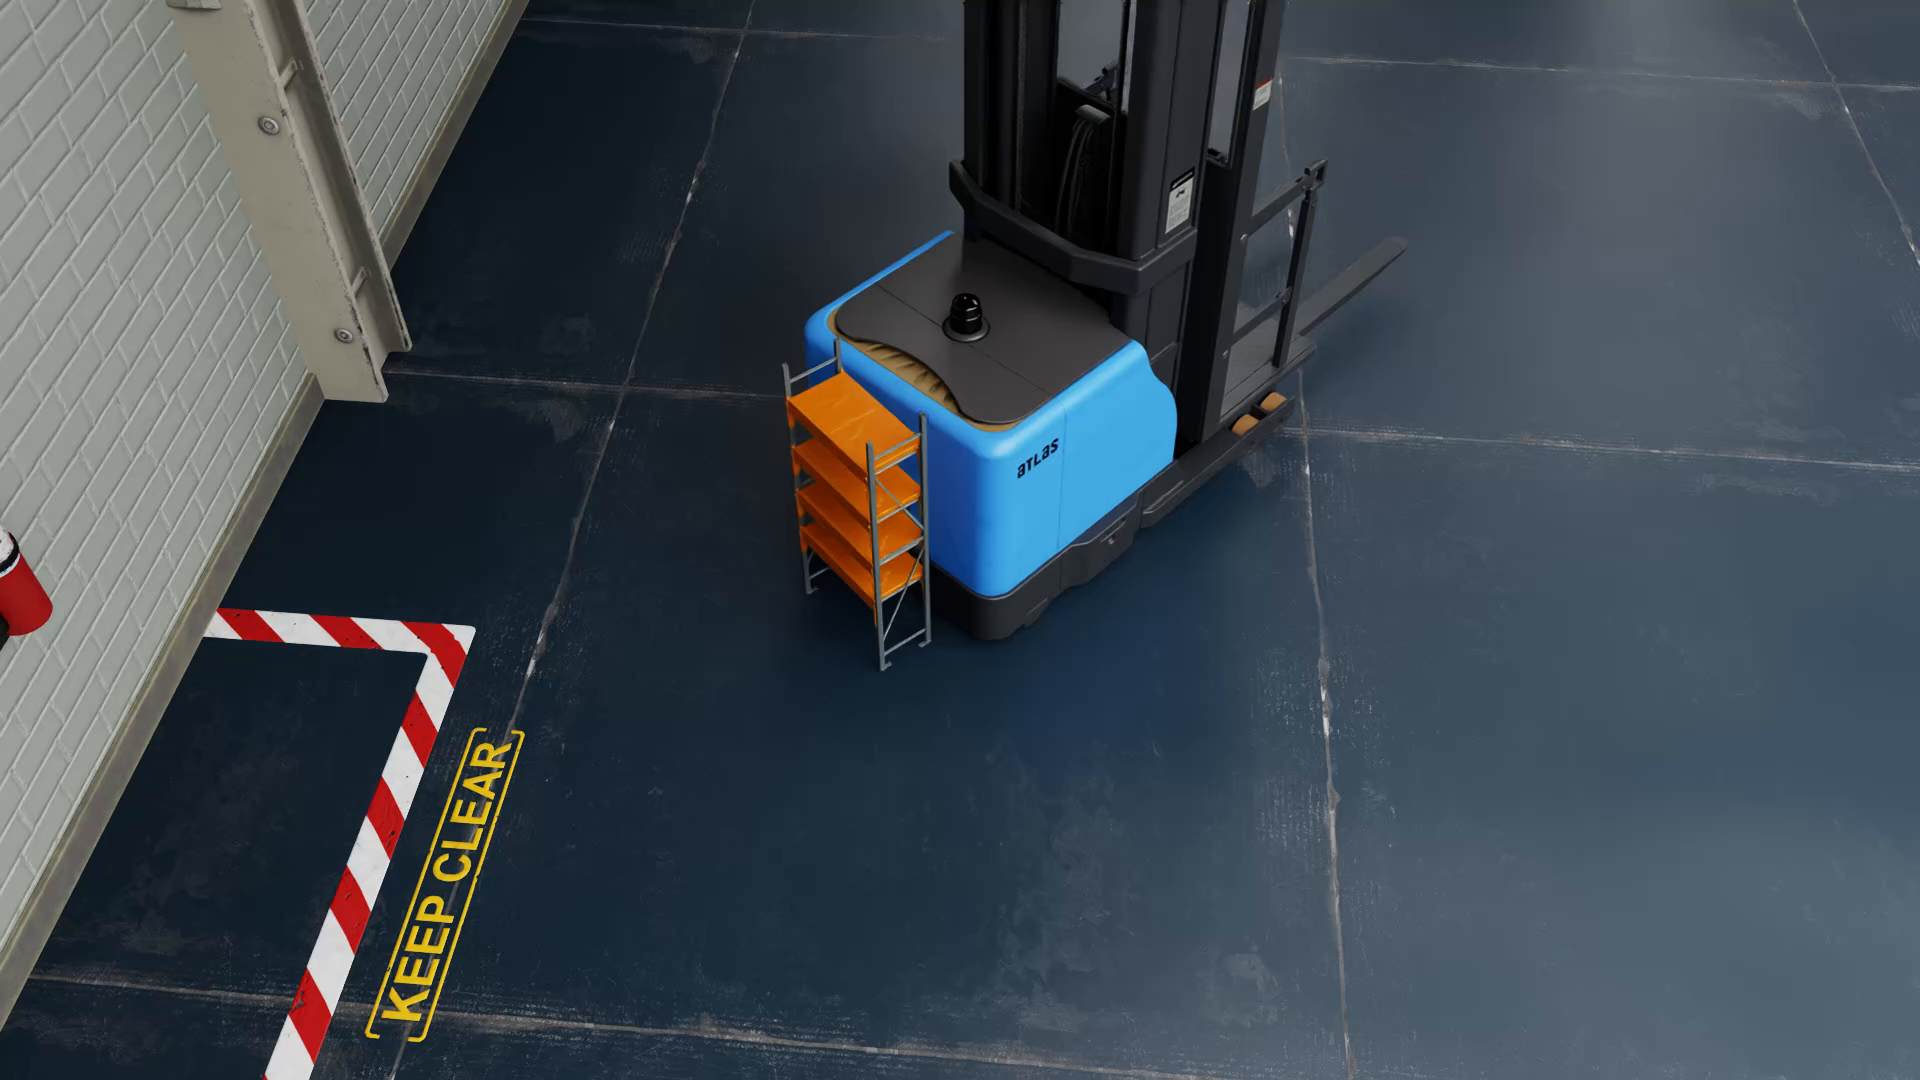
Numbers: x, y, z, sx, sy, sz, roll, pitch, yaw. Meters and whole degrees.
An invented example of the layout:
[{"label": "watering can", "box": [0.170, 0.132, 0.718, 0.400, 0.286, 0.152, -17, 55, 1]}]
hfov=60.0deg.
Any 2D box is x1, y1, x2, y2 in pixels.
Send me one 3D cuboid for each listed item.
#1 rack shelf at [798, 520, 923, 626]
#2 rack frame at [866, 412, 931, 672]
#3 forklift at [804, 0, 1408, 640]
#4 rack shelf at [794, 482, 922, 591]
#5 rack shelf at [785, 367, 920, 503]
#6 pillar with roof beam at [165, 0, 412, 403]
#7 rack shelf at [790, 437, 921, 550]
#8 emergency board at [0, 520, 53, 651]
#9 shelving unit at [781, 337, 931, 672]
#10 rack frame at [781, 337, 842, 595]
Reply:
[{"label": "rack shelf", "box": [-0.363, 0.075, 6.254, 0.258, 0.148, 0.480, -30, 54, -25]}, {"label": "rack frame", "box": [-0.211, 0.037, 5.929, 0.240, 1.200, 0.015, -30, 54, -25]}, {"label": "forklift", "box": [0.798, -1.597, 6.251, 1.130, 2.935, 3.031, 36, 57, 28]}, {"label": "rack shelf", "box": [-0.363, -0.059, 6.108, 0.258, 0.148, 0.480, -30, 54, -25]}, {"label": "rack shelf", "box": [-0.363, -0.369, 5.768, 0.258, 0.148, 0.480, -30, 54, -25]}, {"label": "pillar with roof beam", "box": [1.616, -3.509, 3.887, 9.100, 9.000, 0.400, 4, 48, 4]}, {"label": "rack shelf", "box": [-0.363, -0.209, 5.942, 0.258, 0.148, 0.480, -30, 54, -25]}, {"label": "emergency board", "box": [-2.934, 0.039, 4.707, 0.194, 1.169, 0.643, 4, 48, 4]}, {"label": "shelving unit", "box": [-0.363, -0.104, 6.058, 0.258, 1.200, 0.503, -30, 54, -25]}, {"label": "rack frame", "box": [-0.515, -0.245, 6.187, 0.240, 1.200, 0.015, -30, 54, -25]}]
